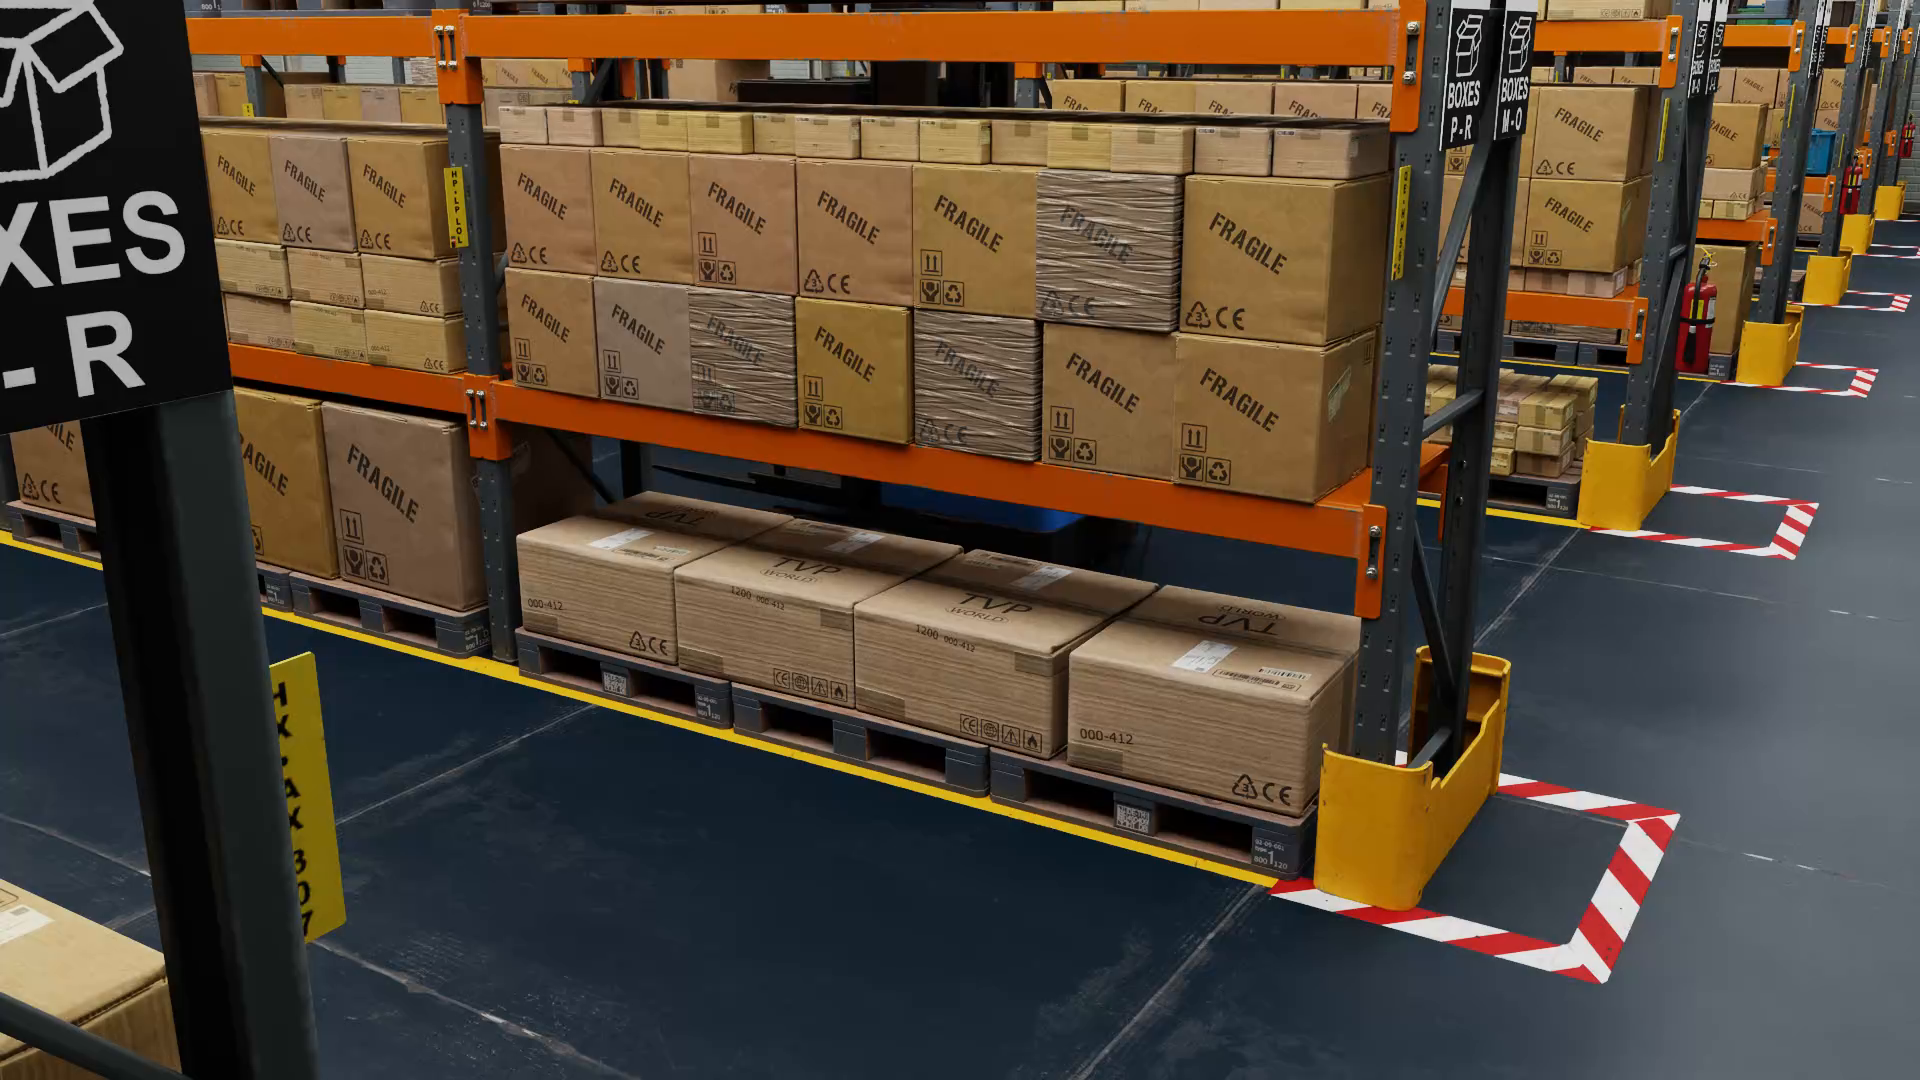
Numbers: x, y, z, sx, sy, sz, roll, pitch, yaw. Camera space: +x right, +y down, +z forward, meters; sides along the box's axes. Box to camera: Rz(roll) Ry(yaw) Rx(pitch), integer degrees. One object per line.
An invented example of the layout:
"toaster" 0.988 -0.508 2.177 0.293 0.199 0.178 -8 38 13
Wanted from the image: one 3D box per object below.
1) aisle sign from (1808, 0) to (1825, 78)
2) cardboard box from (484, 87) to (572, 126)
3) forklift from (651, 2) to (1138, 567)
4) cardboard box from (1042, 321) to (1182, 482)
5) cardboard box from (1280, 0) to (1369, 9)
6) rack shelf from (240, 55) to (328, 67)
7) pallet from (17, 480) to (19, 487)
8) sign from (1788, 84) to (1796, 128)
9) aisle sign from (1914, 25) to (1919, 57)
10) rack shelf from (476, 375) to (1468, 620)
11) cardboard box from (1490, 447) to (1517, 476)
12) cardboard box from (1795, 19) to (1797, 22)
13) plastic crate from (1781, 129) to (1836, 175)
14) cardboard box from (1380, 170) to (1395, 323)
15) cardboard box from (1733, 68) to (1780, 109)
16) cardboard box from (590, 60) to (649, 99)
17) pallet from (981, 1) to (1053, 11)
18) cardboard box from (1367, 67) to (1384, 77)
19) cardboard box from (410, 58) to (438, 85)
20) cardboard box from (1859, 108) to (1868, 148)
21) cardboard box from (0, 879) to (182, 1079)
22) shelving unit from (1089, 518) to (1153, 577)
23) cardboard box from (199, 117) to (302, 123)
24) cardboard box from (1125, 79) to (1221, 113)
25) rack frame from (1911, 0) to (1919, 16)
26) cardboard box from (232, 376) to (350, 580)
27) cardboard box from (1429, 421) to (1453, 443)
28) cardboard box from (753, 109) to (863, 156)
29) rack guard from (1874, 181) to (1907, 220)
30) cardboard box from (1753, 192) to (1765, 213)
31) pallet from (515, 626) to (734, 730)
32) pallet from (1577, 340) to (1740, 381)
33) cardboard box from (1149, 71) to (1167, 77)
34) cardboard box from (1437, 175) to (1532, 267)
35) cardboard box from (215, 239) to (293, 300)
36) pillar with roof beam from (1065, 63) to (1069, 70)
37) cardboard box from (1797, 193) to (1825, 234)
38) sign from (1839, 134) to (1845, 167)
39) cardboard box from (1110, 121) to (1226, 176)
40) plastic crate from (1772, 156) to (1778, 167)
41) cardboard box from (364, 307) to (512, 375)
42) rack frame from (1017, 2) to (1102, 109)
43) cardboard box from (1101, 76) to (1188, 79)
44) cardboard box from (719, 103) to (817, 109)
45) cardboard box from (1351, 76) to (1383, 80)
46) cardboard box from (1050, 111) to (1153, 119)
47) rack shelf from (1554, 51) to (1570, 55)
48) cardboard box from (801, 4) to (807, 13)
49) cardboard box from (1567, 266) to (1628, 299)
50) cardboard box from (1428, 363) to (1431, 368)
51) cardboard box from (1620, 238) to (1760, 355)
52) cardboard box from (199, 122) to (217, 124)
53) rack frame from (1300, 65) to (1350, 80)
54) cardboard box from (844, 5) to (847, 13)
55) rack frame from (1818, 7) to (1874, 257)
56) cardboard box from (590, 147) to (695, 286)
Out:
"aisle sign" 6.682 -4.007 12.940 0.004 0.787 0.394 10 20 30
"cardboard box" -3.530 -3.526 13.936 0.500 0.500 0.700 10 19 29
"forklift" -0.517 -1.503 9.286 3.031 2.935 1.130 11 20 32
"cardboard box" 0.622 -0.530 5.793 0.500 0.500 0.500 10 19 29
"cardboard box" 2.252 -3.233 9.962 0.500 0.250 0.500 11 20 33
"rack shelf" -7.834 -4.856 16.284 4.000 0.370 1.077 10 20 30
"pallet" -5.890 -0.396 10.322 1.213 0.211 1.003 10 20 30
"sign" 6.482 -3.384 12.960 0.005 0.325 0.100 10 20 30
"aisle sign" 14.459 -7.688 25.056 0.004 0.787 0.394 10 20 30
"rack shelf" -0.113 -0.354 6.624 4.000 0.370 1.077 10 20 30
"cardboard box" 3.266 -0.515 10.098 0.250 0.149 0.380 11 20 32
"cardboard box" 10.970 -6.757 21.561 0.500 0.250 0.500 10 20 30
"plastic crate" 8.987 -4.126 17.638 0.499 0.435 0.616 10 20 30
"cardboard box" 1.332 -1.064 5.831 0.500 0.500 0.500 10 19 29
"cardboard box" 10.567 -5.982 22.020 0.500 0.500 0.500 11 20 32
"cardboard box" -3.975 -5.343 19.405 0.500 0.500 0.500 10 20 30
"pallet" 0.217 -3.710 11.595 1.003 0.211 1.213 10 20 30
"cardboard box" 7.428 -8.360 29.696 0.250 0.149 0.380 7 18 23
"cardboard box" -6.530 -5.800 20.910 0.500 0.500 0.500 10 20 30
"cardboard box" 11.725 -5.482 22.096 0.500 0.500 0.500 11 20 31
"cardboard box" -1.248 0.629 1.895 0.500 0.250 0.500 10 20 30
"shelving unit" 0.956 -0.393 8.592 0.189 1.200 0.258 27 28 26
"cardboard box" -3.787 -1.970 8.814 0.500 0.500 0.500 10 20 30
"cardboard box" 1.394 -2.709 10.733 0.500 0.500 0.500 9 19 28
"rack frame" 14.555 -9.399 24.842 0.127 3.000 1.000 10 20 30
"cardboard box" -3.161 -0.397 8.460 0.875 0.875 0.875 11 20 32
"cardboard box" 3.053 -0.703 10.205 0.250 0.149 0.380 9 19 28
"cardboard box" -0.569 -1.545 6.299 0.250 0.149 0.380 10 20 30
"rack guard" 14.575 -5.329 26.065 0.348 0.500 1.175 10 20 30
"cardboard box" 6.648 -2.864 14.082 0.250 0.149 0.380 10 20 31
"pallet" -1.210 0.467 7.482 1.213 0.211 1.003 10 20 30
"pallet" 6.056 -1.617 14.340 1.213 0.211 1.003 10 20 30
"cardboard box" 3.765 -8.646 31.618 0.500 0.500 0.500 10 20 30
"cardboard box" 3.142 -1.910 9.824 0.500 0.500 0.500 10 19 29
"cardboard box" -3.194 -1.328 7.992 0.500 0.250 0.500 11 20 31
"pillar with roof beam" -0.283 -10.875 29.699 0.400 9.000 9.100 10 20 30
"cardboard box" 11.373 -4.338 22.044 0.500 0.500 0.500 10 20 30
"sign" 9.096 -4.015 17.156 0.005 0.325 0.100 10 20 30
"cardboard box" 0.688 -1.287 5.449 0.250 0.149 0.380 10 20 30
"plastic crate" 9.102 -4.166 18.286 0.298 0.136 0.250 10 20 30
"cardboard box" -2.331 -0.937 7.562 0.500 0.250 0.500 10 19 29
"rack frame" 0.688 -2.244 11.608 0.127 3.000 1.000 10 20 30
"cardboard box" 1.230 -2.908 11.390 0.500 0.500 0.500 9 19 28
"cardboard box" -0.787 -1.730 6.907 0.250 0.149 0.380 10 20 30
"cardboard box" 7.332 -8.073 29.869 0.500 0.500 0.700 8 18 24
"cardboard box" 0.527 -1.506 6.170 0.250 0.149 0.380 10 20 31
"rack shelf" 6.853 -7.305 24.346 4.000 0.370 1.077 10 20 30
"cardboard box" -1.244 -4.162 12.588 0.500 0.500 0.500 10 20 30
"cardboard box" 3.670 -1.495 9.574 0.250 0.149 0.380 10 20 30
"cardboard box" 2.896 -1.065 10.885 0.250 0.149 0.380 11 20 32
"cardboard box" 6.191 -2.110 14.101 0.875 0.875 0.875 10 20 30
"cardboard box" -4.072 -1.846 8.406 0.500 0.500 0.500 11 20 32
"rack frame" 3.370 -3.457 15.601 0.127 3.000 1.000 10 20 30
"cardboard box" -1.002 -5.513 17.466 0.500 0.250 0.500 10 20 30
"rack frame" 9.370 -4.075 17.637 0.127 3.000 1.000 10 20 30
"cardboard box" -1.111 -1.318 6.667 0.500 0.500 0.500 10 19 29
